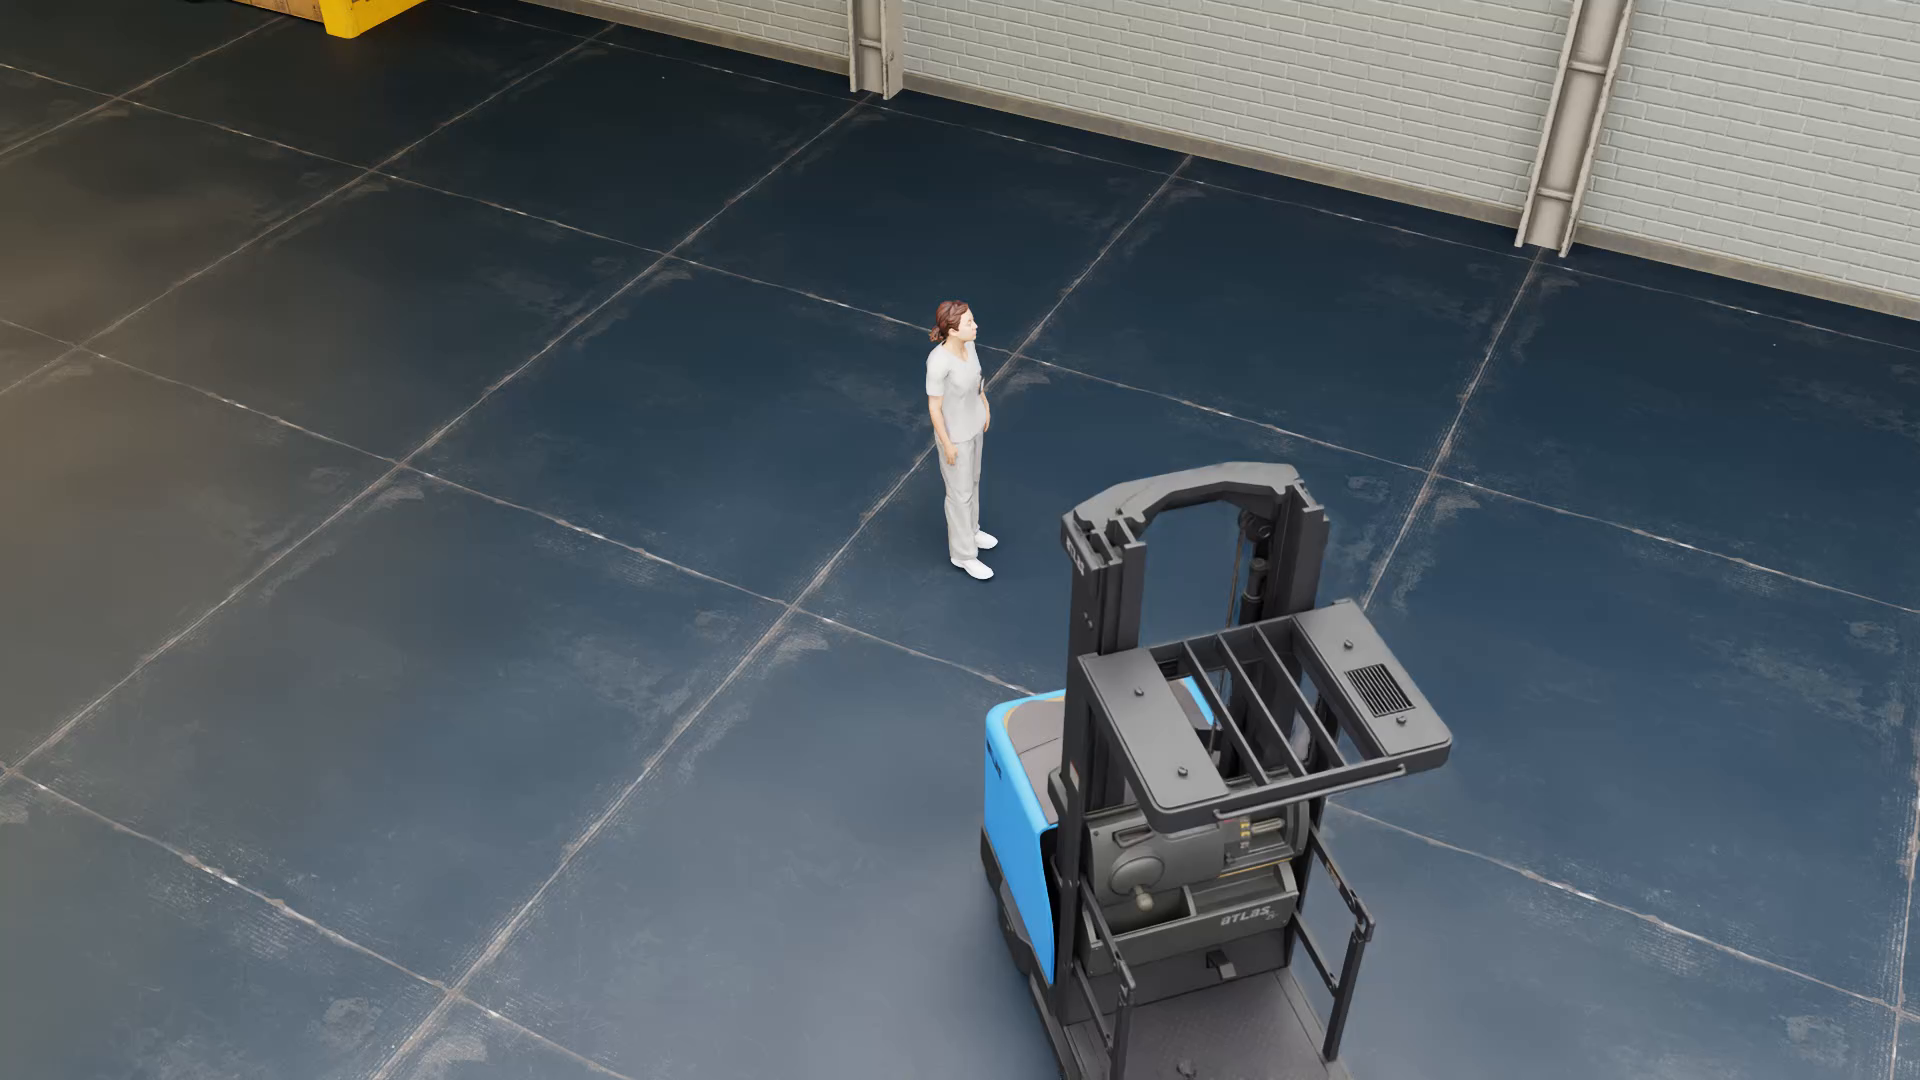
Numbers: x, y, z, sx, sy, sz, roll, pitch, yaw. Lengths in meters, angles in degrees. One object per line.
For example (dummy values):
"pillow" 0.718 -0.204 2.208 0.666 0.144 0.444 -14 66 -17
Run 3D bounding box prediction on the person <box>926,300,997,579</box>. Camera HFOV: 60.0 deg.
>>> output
"person" 0.059 -0.617 9.683 0.549 1.675 0.550 18 43 21

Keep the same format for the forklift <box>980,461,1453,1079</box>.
"forklift" 1.022 1.284 6.462 1.130 2.935 3.031 -11 41 -13
